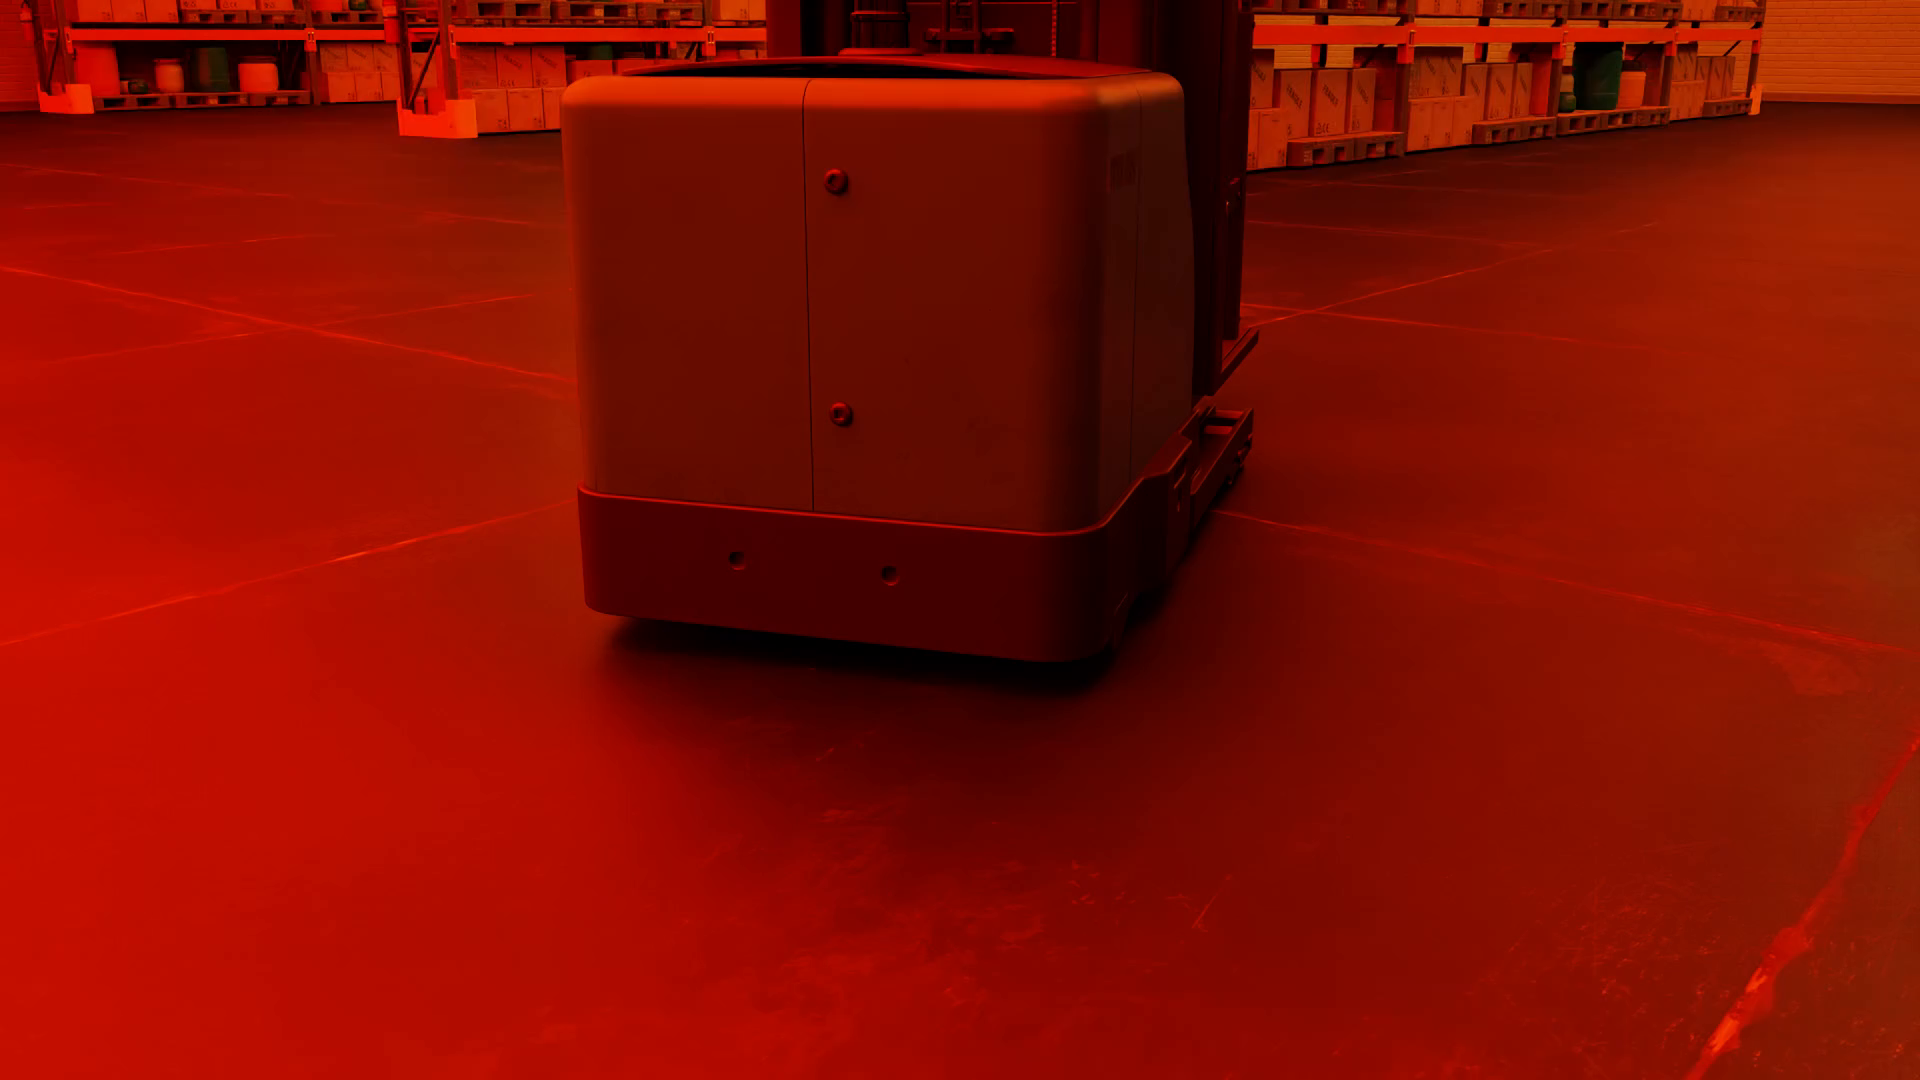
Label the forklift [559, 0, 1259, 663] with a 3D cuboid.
[{"bbox_3d":[0.182,-1.571,4.072,1.130,2.935,3.031,5,18,17],"label":"forklift"}]
